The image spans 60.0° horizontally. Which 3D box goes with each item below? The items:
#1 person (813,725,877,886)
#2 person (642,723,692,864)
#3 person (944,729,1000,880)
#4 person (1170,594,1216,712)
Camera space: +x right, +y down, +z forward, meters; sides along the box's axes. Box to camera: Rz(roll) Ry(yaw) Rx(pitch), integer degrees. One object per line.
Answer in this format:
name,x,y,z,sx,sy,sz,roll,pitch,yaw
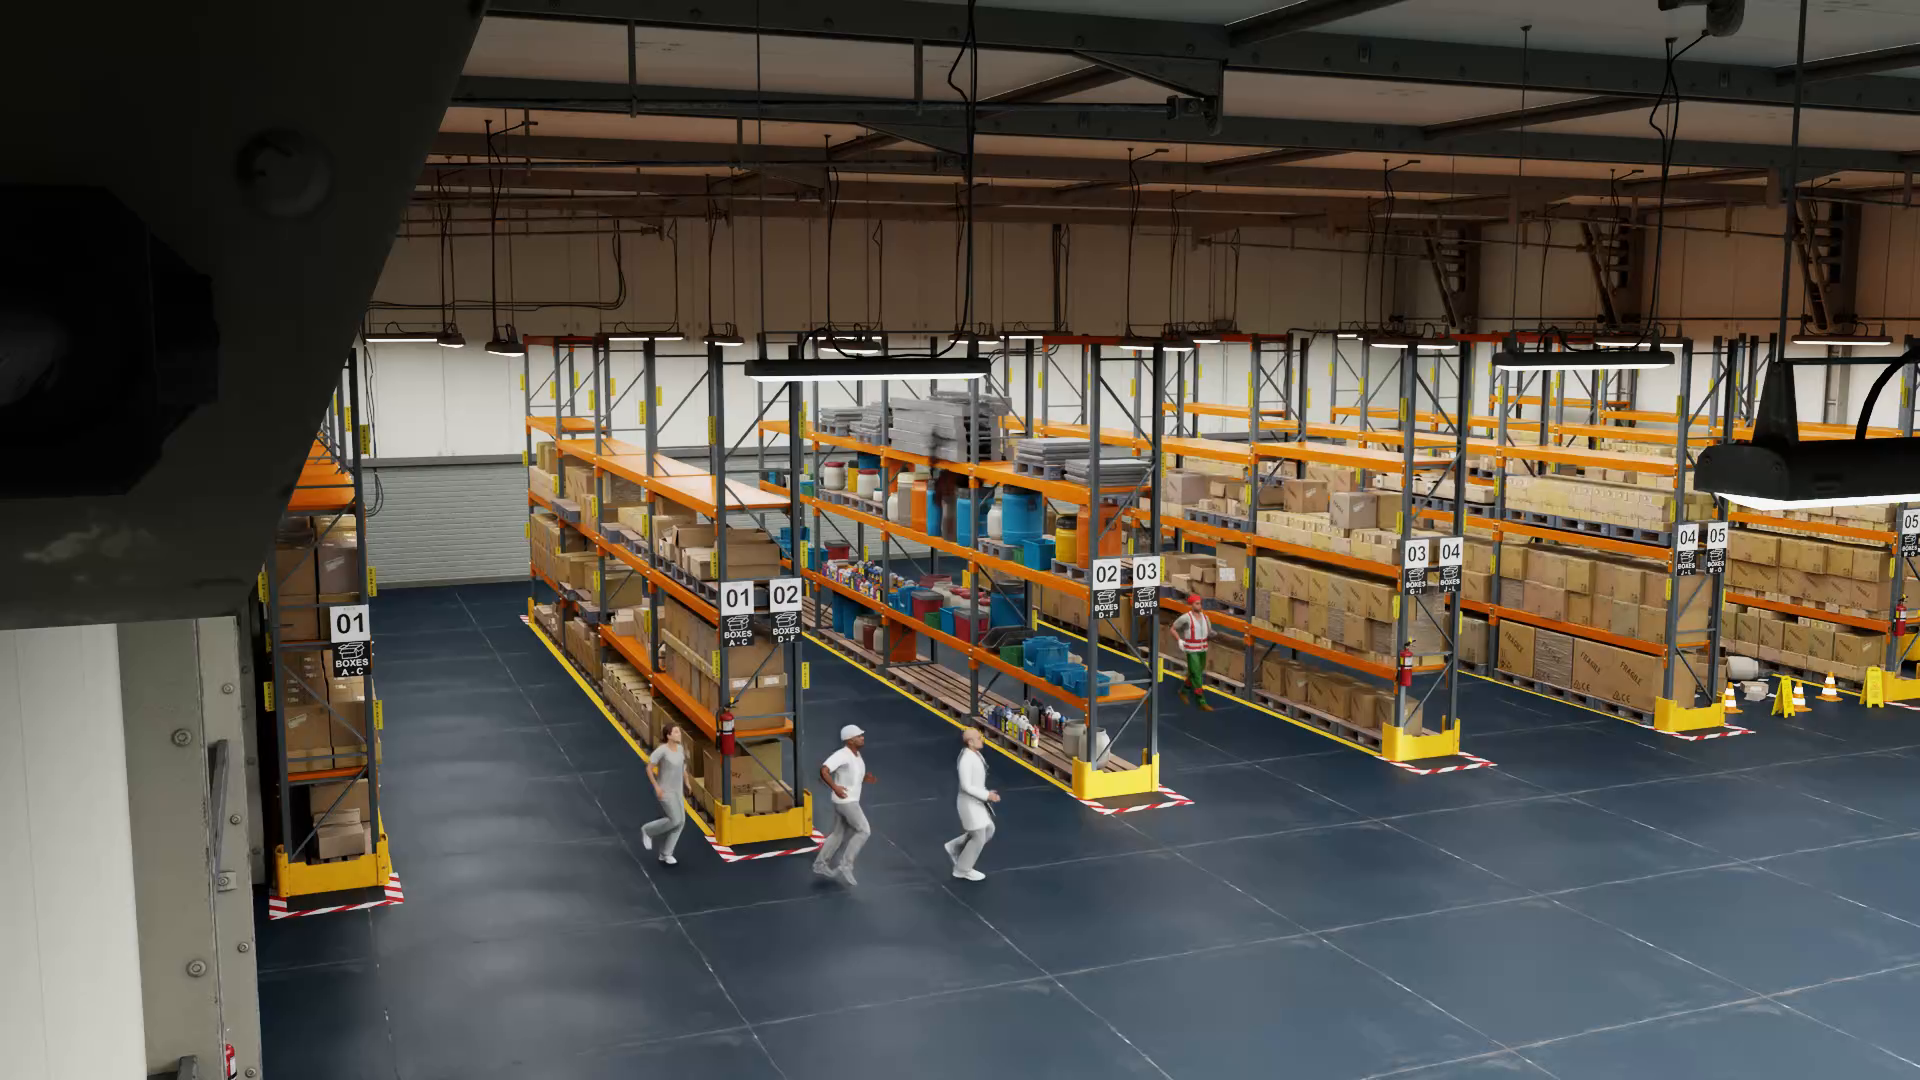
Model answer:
person,-1.301,2.977,18.884,0.716,1.782,0.702,0,8,3
person,-3.382,2.945,19.575,0.501,1.595,0.594,5,9,32
person,0.139,3.076,18.819,0.657,1.539,0.743,1,8,6
person,3.655,1.738,25.721,0.665,1.802,0.910,-5,9,-35
